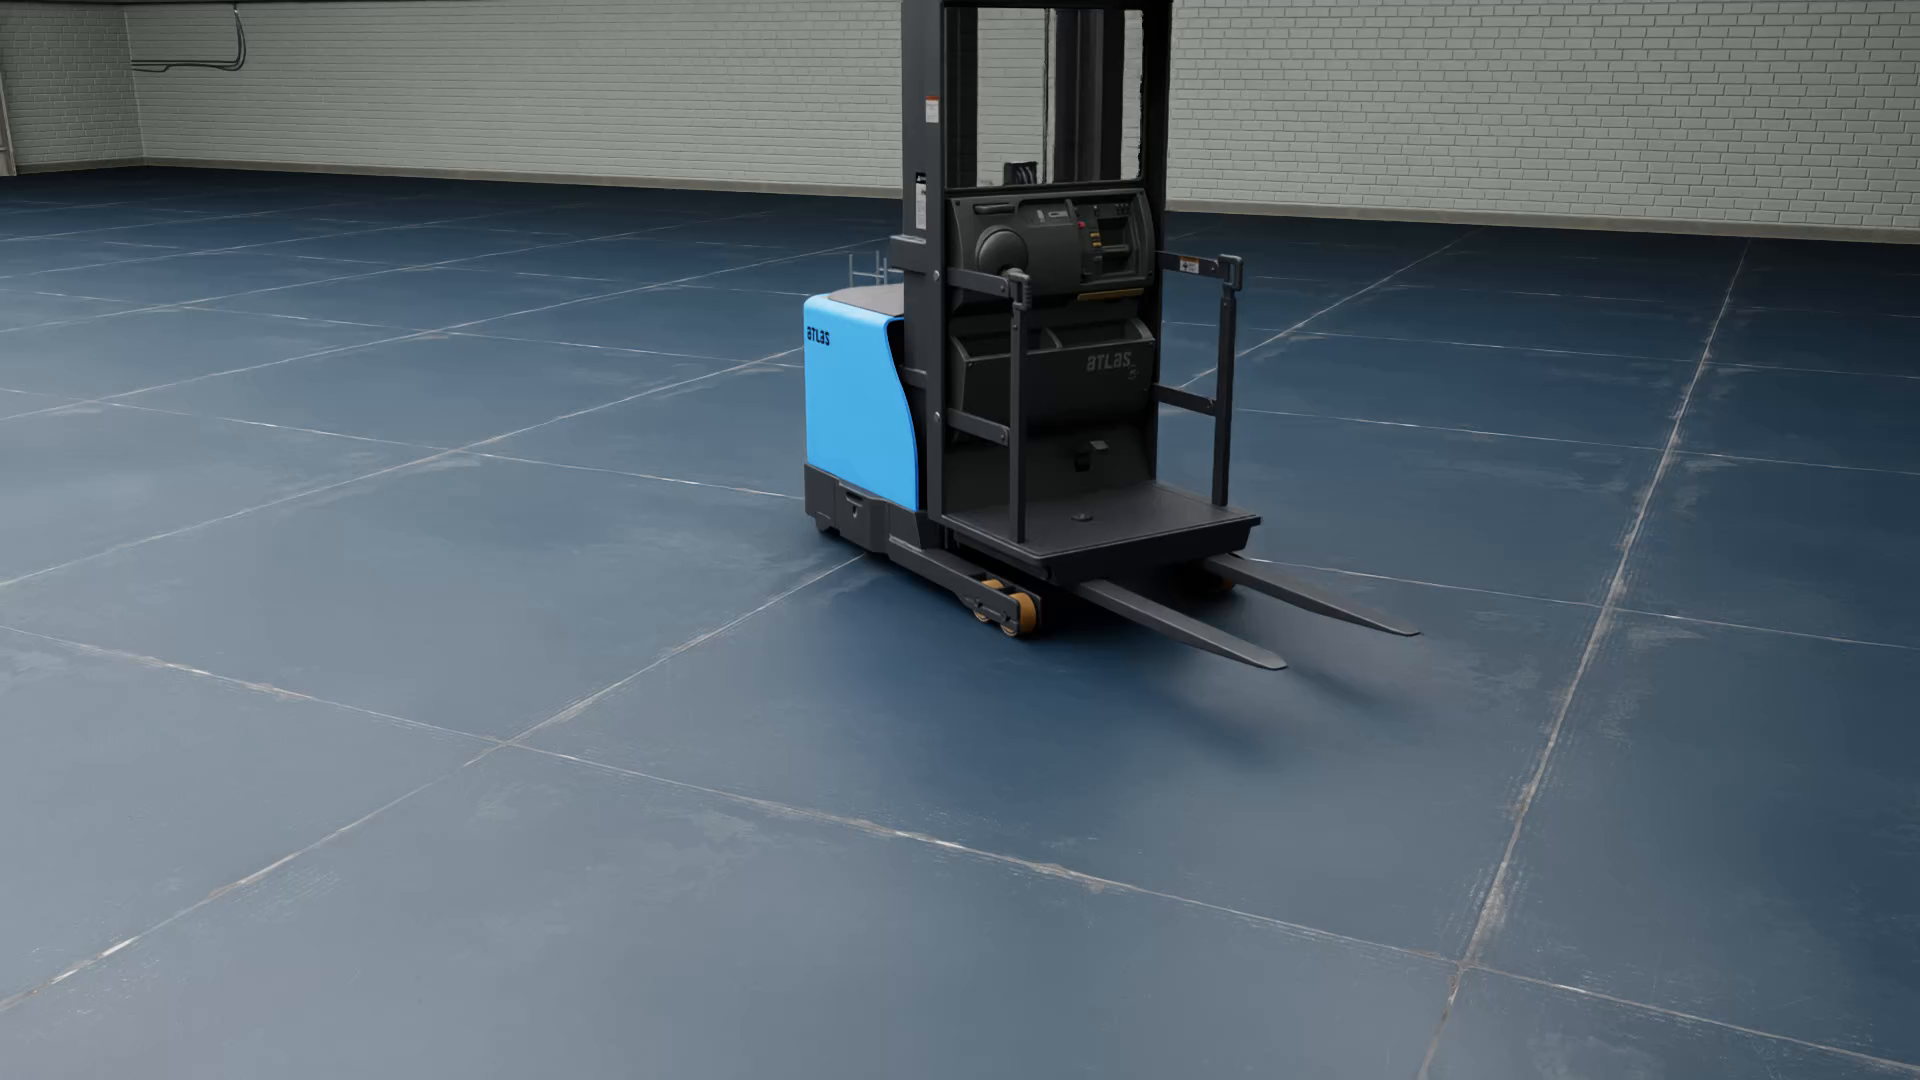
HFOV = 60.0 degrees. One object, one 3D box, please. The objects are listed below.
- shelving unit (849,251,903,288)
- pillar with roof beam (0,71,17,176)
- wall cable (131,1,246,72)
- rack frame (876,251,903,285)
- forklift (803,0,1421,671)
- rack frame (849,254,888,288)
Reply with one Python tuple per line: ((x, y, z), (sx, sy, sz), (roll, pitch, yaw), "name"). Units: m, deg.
((-0.370, -0.772, 8.016), (0.258, 1.200, 0.189), (14, 21, 38), "shelving unit")
((-12.655, -10.029, 25.487), (9.100, 9.000, 0.400), (8, 18, 25), "pillar with roof beam")
((-14.007, -9.671, 29.733), (3.097, 2.526, 0.112), (8, 18, 25), "wall cable")
((-0.311, -0.792, 8.083), (0.240, 1.200, 0.006), (14, 21, 38), "rack frame")
((0.491, -1.191, 6.387), (1.130, 2.935, 3.031), (-10, 19, -31), "forklift")
((-0.429, -0.752, 7.949), (0.240, 1.200, 0.006), (14, 21, 38), "rack frame")
